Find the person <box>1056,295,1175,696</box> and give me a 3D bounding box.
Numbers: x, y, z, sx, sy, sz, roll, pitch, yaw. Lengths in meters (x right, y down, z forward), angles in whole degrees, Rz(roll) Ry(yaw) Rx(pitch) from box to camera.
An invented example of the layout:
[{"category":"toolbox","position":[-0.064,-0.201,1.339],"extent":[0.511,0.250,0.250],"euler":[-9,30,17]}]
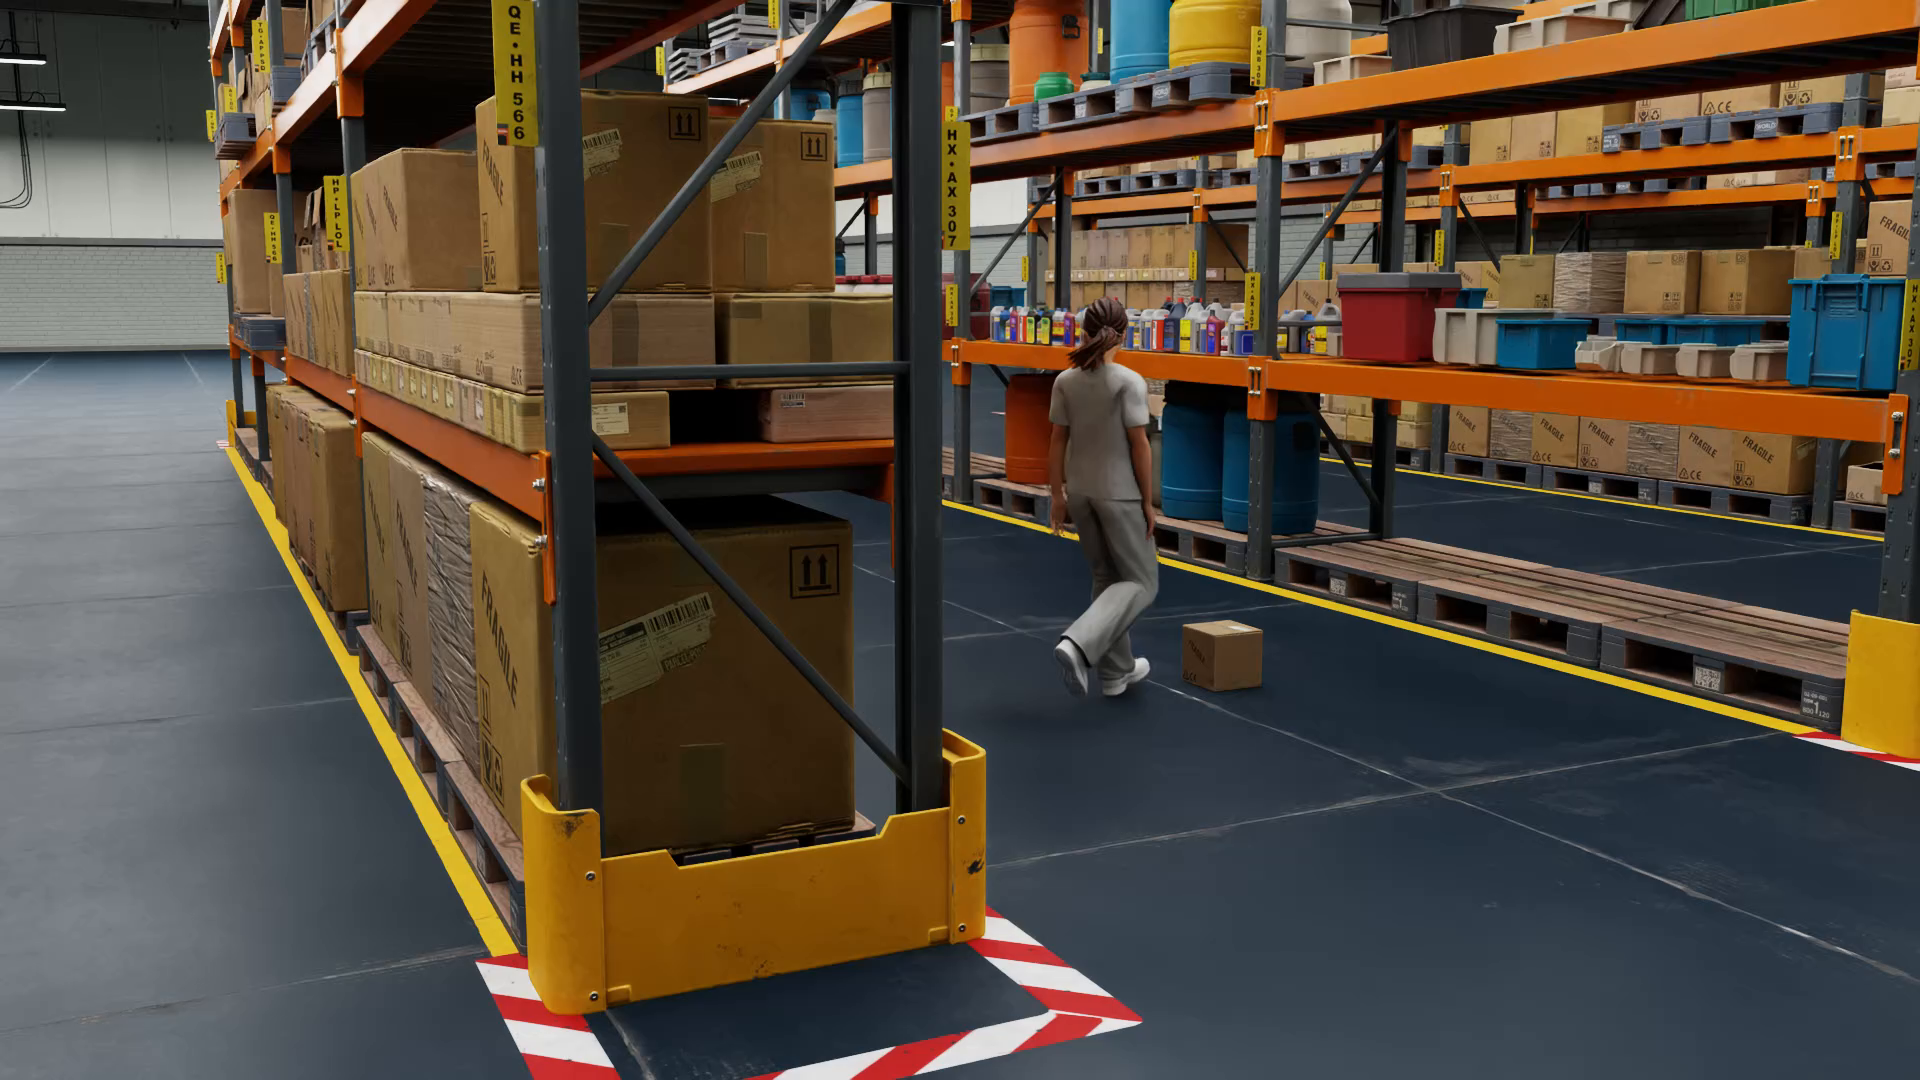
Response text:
[{"category":"person","position":[0.614,-0.164,6.821],"extent":[0.461,1.664,0.632],"euler":[8,12,42]}]
